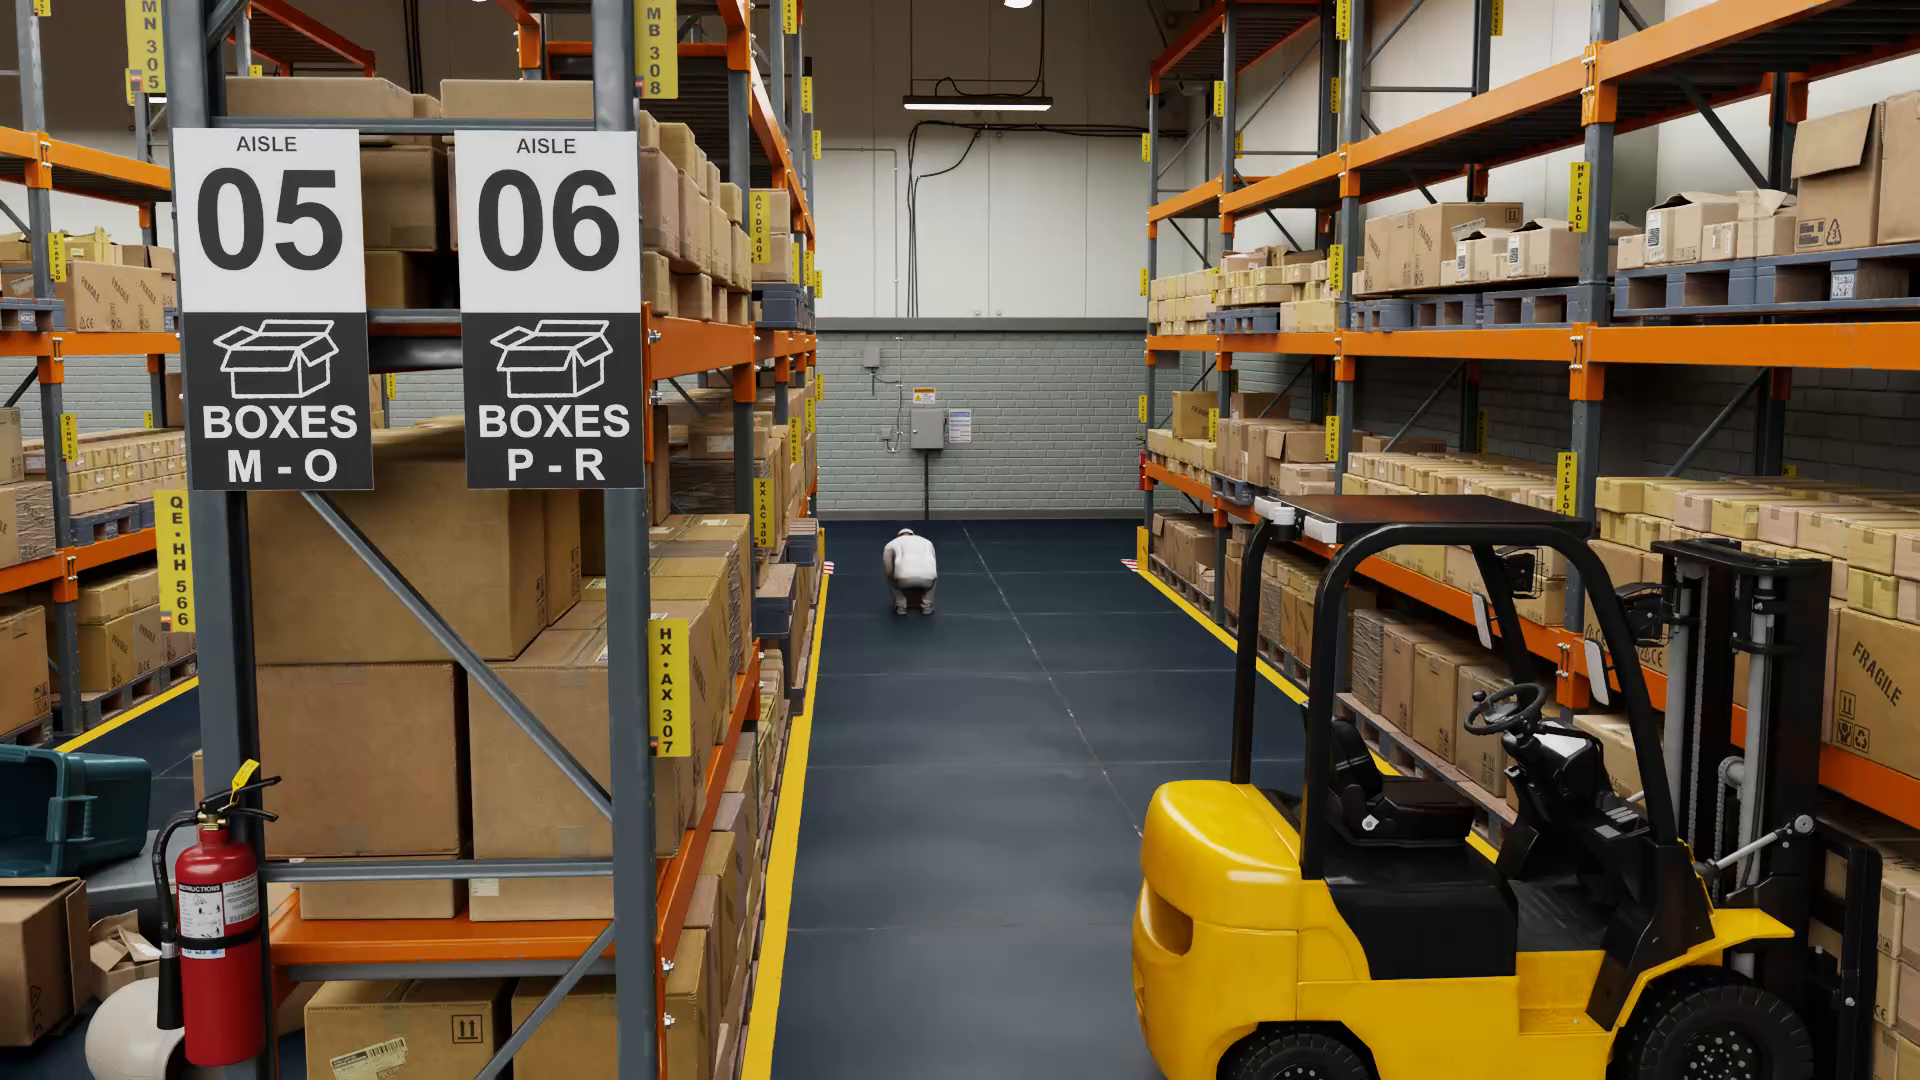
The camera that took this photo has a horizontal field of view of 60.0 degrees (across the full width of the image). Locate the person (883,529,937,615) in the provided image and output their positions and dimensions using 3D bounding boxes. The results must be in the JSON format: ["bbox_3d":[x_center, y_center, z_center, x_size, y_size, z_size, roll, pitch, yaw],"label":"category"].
[{"bbox_3d":[-0.508,0.369,17.010,0.542,0.896,0.928,-1,7,-4],"label":"person"}]
